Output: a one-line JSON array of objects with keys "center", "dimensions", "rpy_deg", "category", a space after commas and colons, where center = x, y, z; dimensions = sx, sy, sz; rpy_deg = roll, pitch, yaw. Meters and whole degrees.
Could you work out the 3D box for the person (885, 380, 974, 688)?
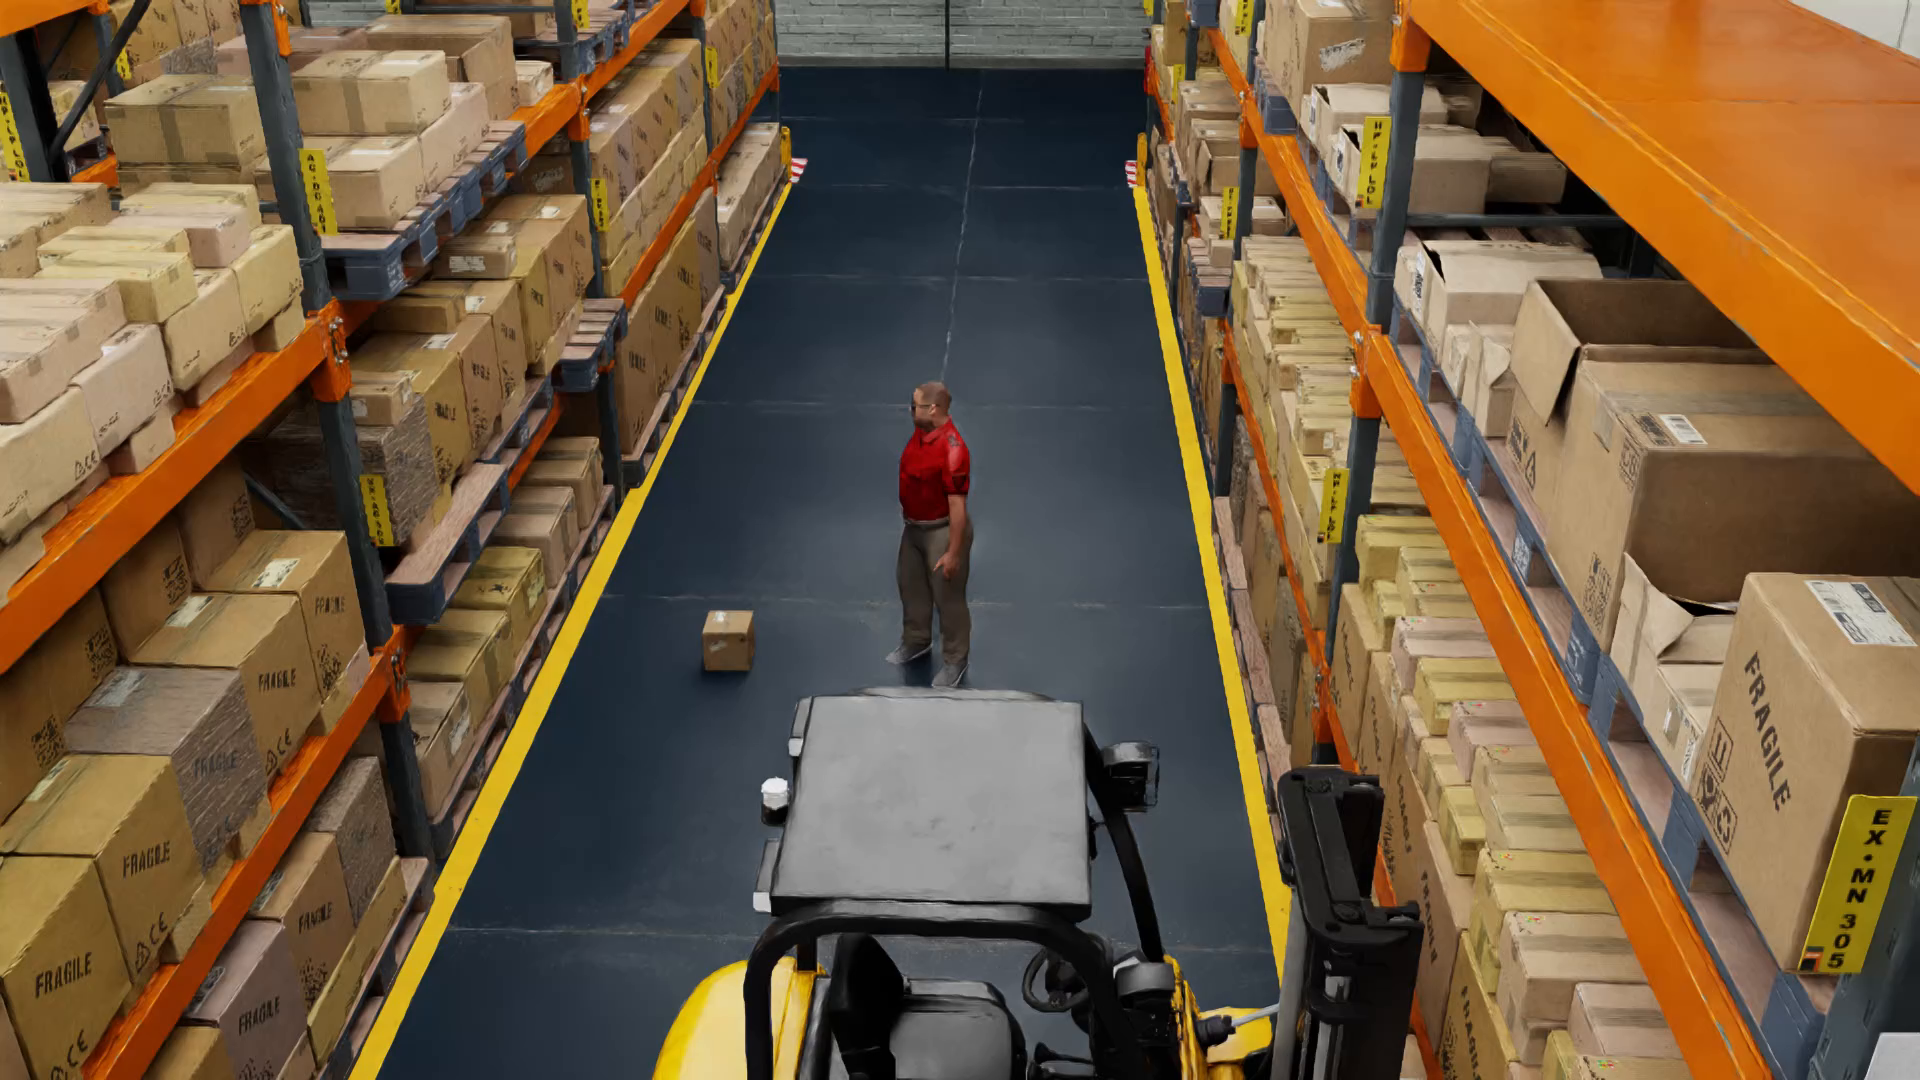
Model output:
[{"center": [-0.148, 0.002, 8.923], "dimensions": [0.419, 1.798, 0.606], "rpy_deg": [-14, 31, -25], "category": "person"}]
